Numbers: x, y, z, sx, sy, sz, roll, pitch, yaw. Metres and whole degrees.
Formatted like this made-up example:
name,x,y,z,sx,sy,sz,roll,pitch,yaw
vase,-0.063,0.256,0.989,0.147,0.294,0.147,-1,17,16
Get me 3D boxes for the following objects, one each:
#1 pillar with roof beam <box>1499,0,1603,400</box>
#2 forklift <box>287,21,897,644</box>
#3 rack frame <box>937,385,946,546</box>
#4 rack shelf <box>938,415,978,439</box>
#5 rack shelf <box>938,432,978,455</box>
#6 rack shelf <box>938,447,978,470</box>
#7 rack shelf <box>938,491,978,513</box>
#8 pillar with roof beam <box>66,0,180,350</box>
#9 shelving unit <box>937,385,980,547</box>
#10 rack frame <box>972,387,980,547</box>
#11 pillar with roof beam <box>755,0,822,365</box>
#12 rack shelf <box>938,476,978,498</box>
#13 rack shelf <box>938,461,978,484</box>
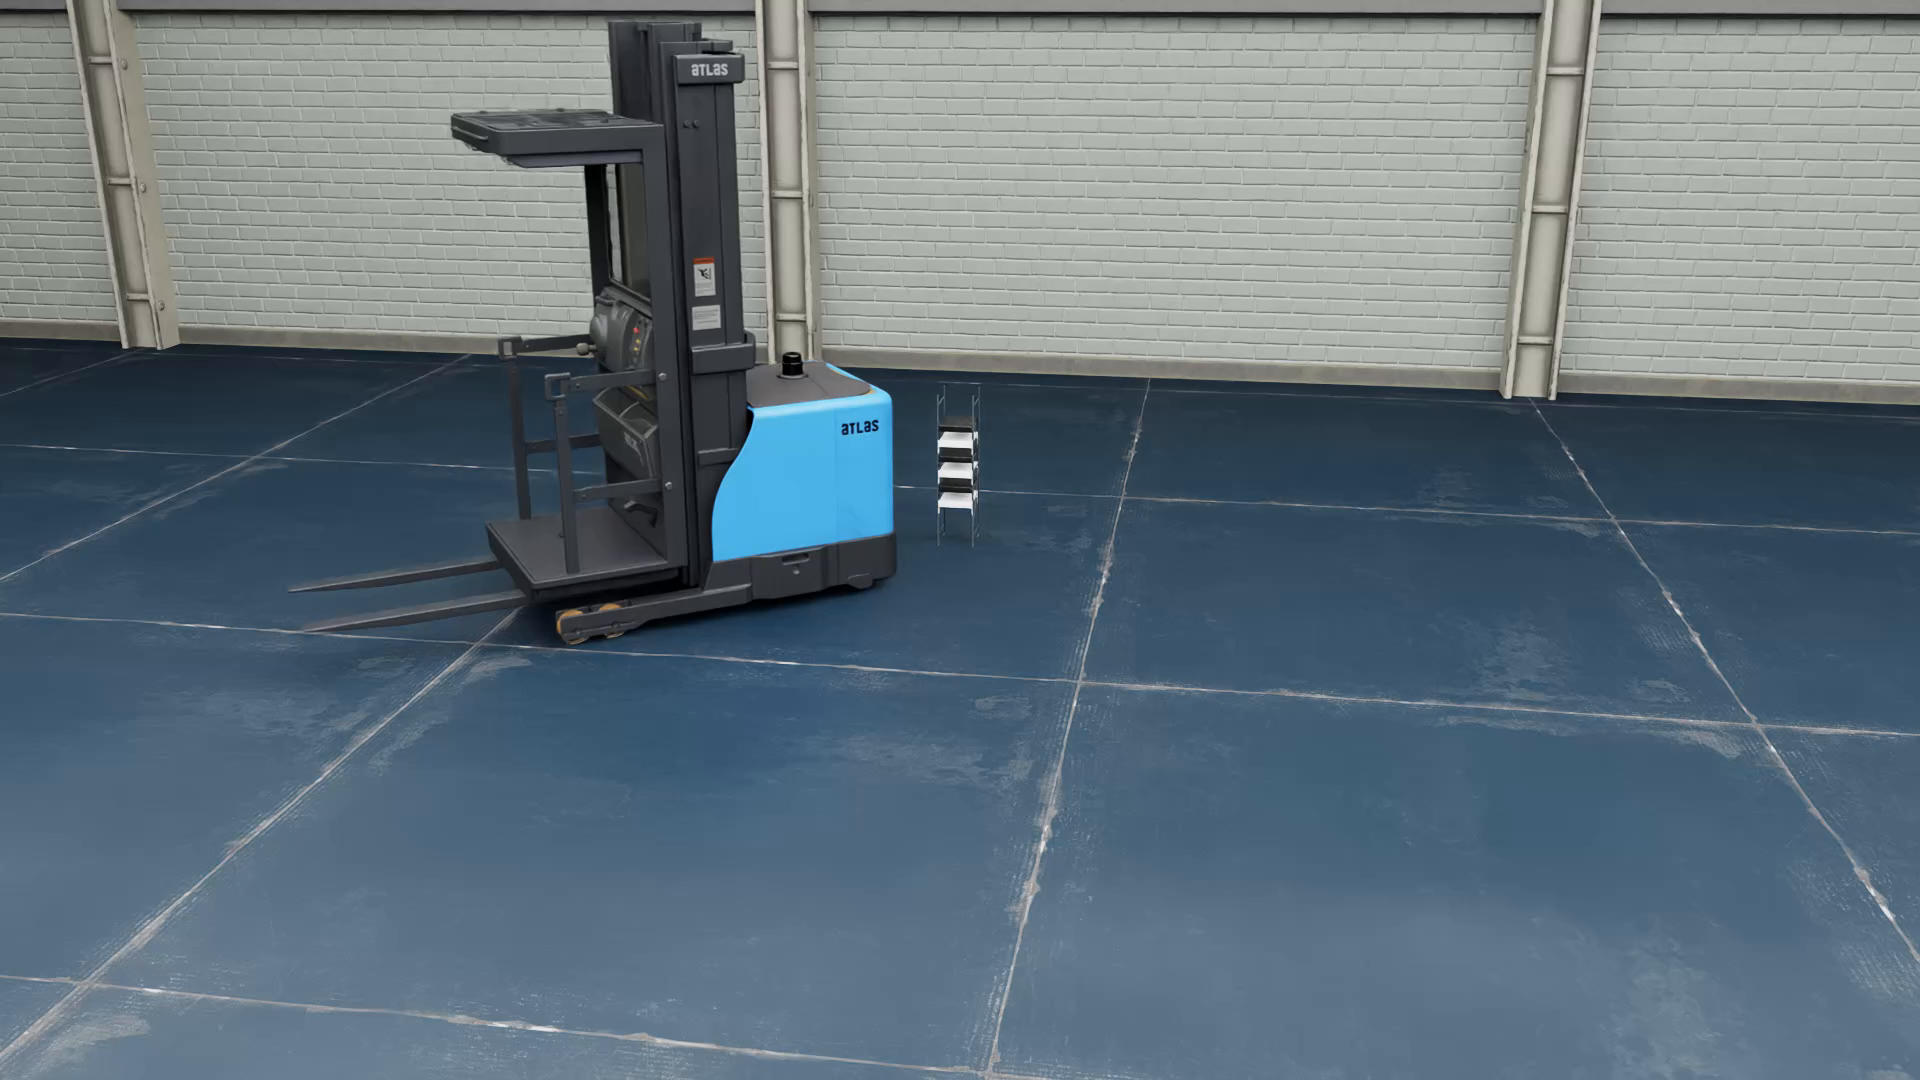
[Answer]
name,x,y,z,sx,sy,sz,roll,pitch,yaw
pillar with roof beam,3.842,-4.080,7.815,0.400,9.000,9.100,3,19,9
forklift,-1.895,-1.064,8.363,3.031,2.935,1.130,-9,21,-26
rack frame,-0.108,-0.432,9.677,0.006,0.900,0.240,3,19,9
rack shelf,-0.008,-0.652,9.586,0.200,0.077,0.258,3,19,9
rack shelf,-0.008,-0.566,9.615,0.200,0.077,0.258,3,19,9
rack shelf,-0.008,-0.481,9.644,0.200,0.077,0.258,3,19,9
rack shelf,-0.008,-0.225,9.729,0.200,0.077,0.258,3,19,9
pillar with roof beam,-8.006,-4.684,9.620,0.400,9.000,9.100,3,19,9
shelving unit,-0.008,-0.427,9.662,0.210,0.900,0.258,3,19,9
rack frame,0.092,-0.422,9.646,0.006,0.900,0.240,3,19,9
pillar with roof beam,-2.082,-4.382,8.717,0.400,9.000,9.100,3,19,9
rack shelf,-0.008,-0.310,9.701,0.200,0.077,0.258,3,19,9
rack shelf,-0.008,-0.396,9.672,0.200,0.077,0.258,3,19,9
